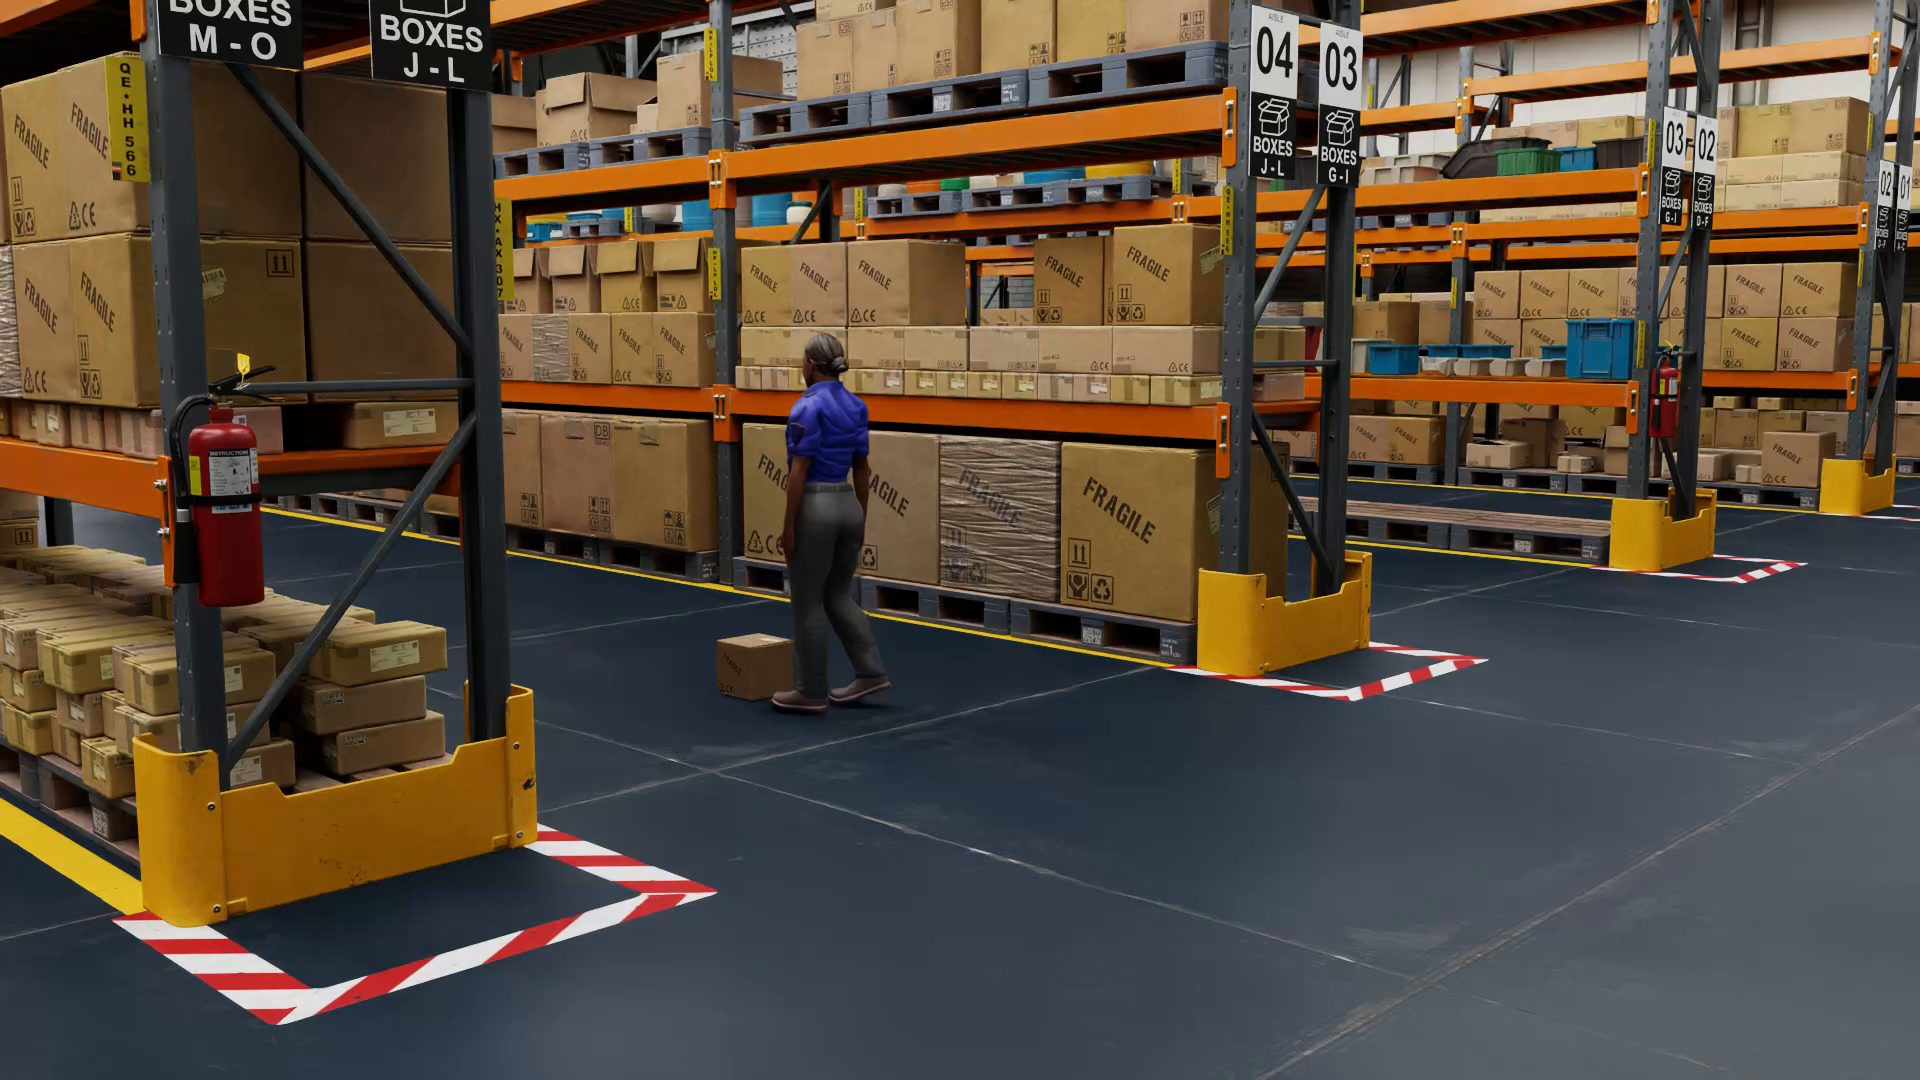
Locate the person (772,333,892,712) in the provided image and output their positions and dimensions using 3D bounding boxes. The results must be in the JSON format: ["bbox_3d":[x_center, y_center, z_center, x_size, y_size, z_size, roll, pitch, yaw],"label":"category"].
[{"bbox_3d":[-0.605,-0.077,7.307,0.439,1.655,0.479,5,9,36],"label":"person"}]
